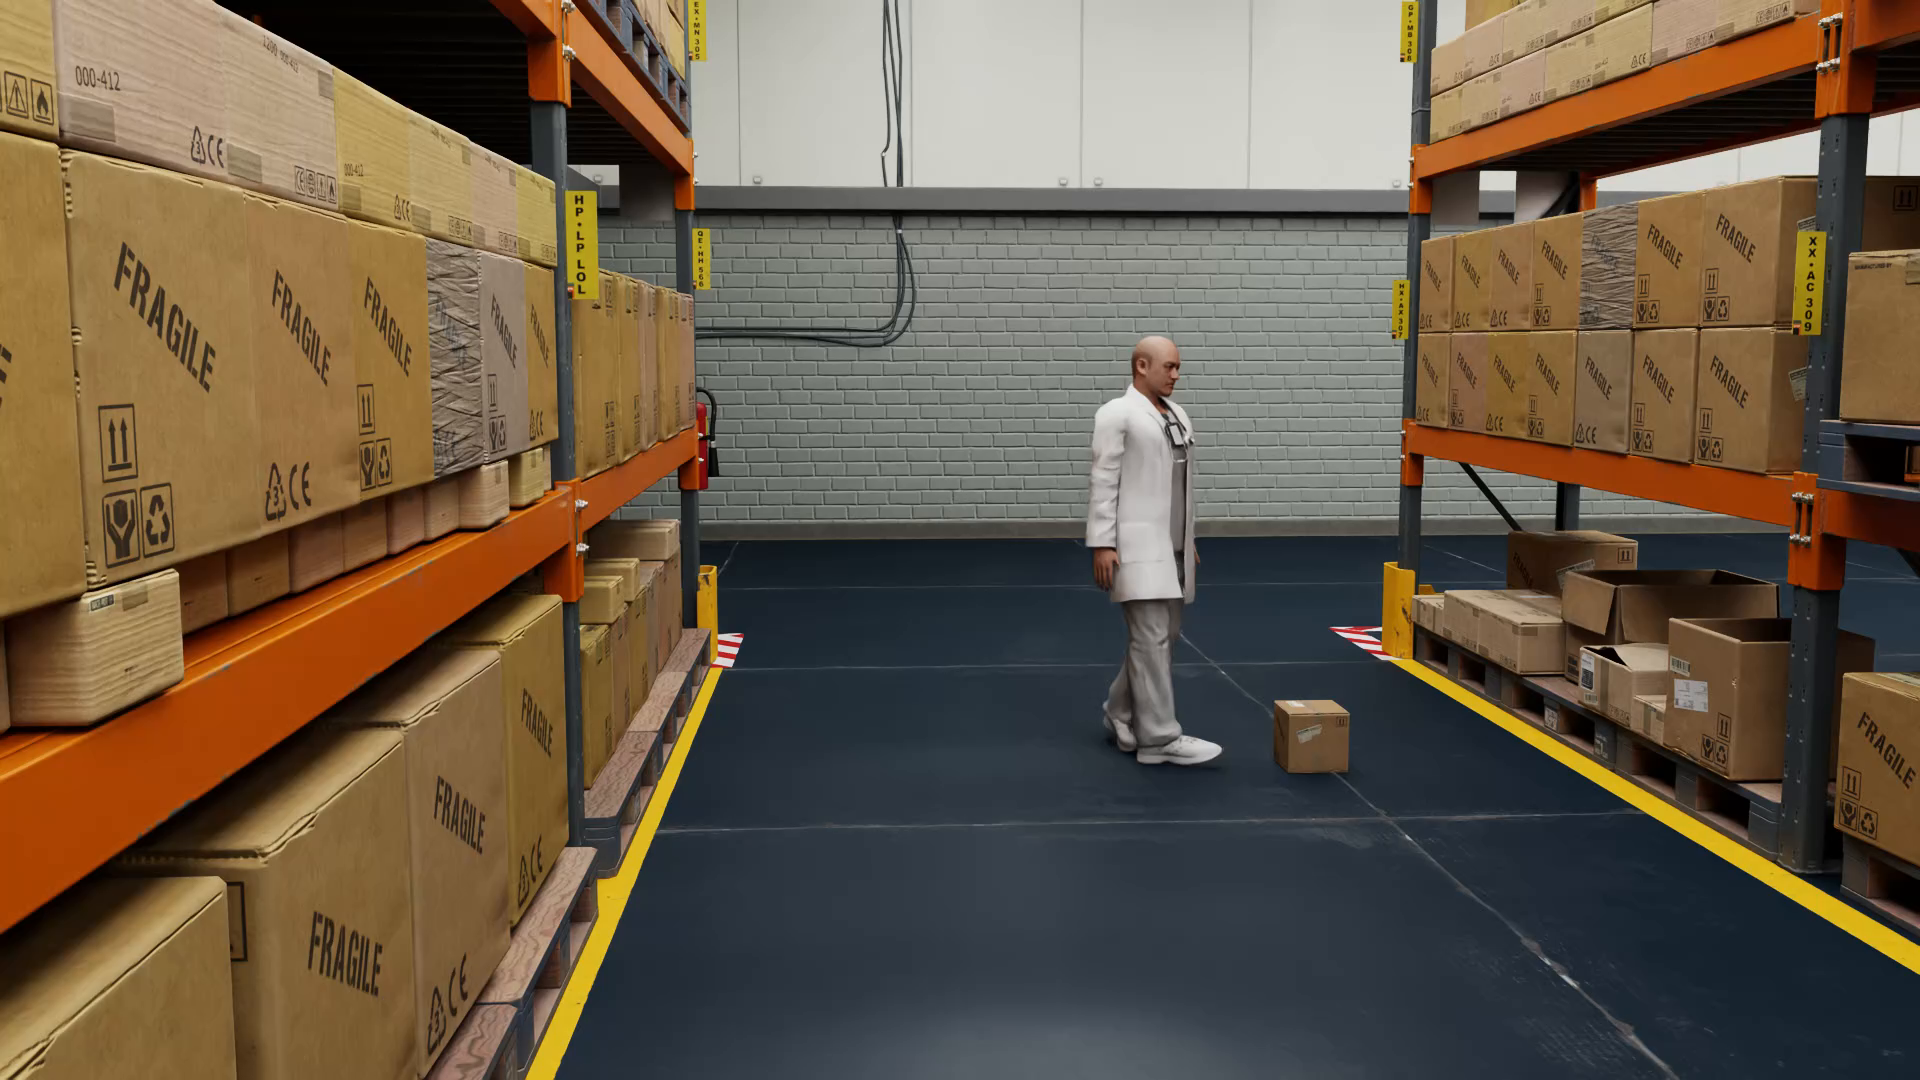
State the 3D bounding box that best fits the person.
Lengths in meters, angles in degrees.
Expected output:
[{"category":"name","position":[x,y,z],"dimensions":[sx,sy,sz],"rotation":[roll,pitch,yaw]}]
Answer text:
[{"category":"person","position":[0.831,0.040,6.994],"dimensions":[0.738,1.786,0.621],"rotation":[7,9,44]}]
